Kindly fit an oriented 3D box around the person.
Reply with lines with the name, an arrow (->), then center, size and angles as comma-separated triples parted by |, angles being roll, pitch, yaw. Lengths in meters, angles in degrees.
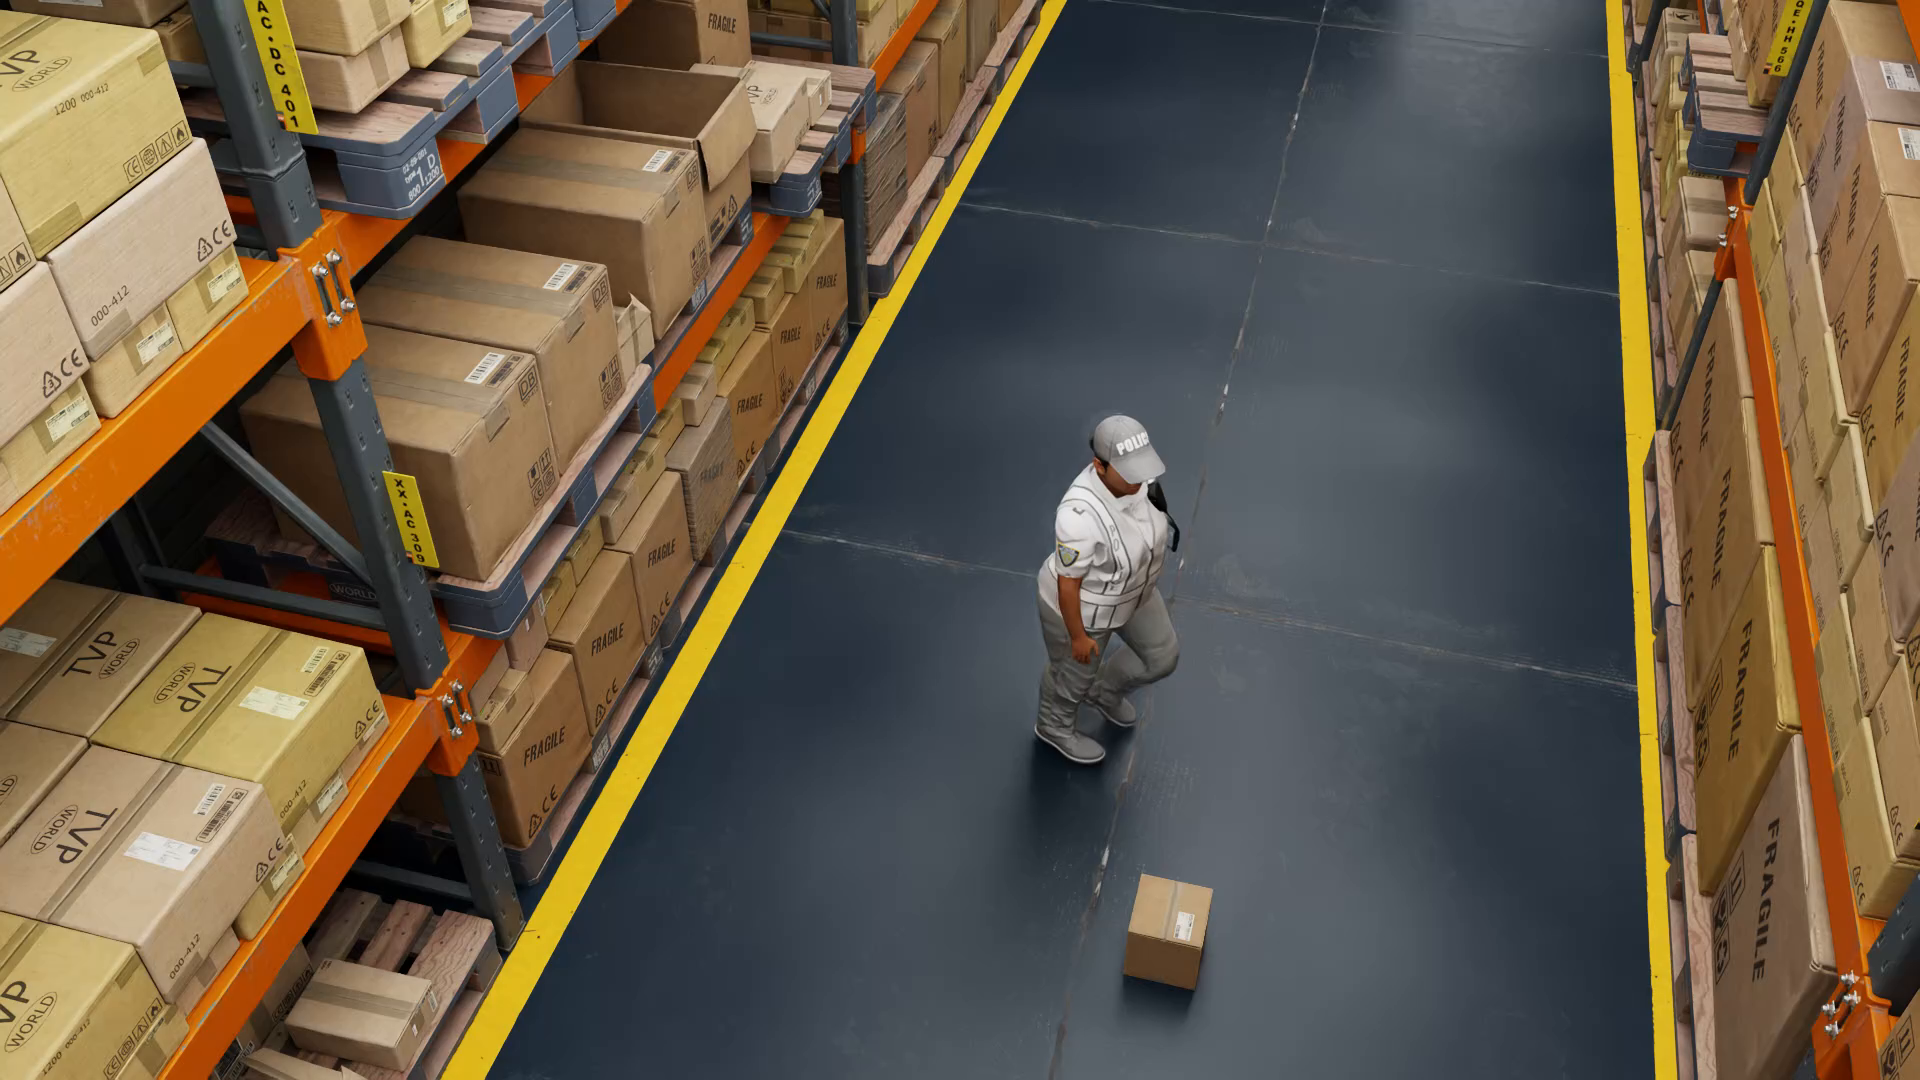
person -> 0.511, 0.204, 5.904 | 0.469, 1.669, 0.542 | 30, 49, 30
